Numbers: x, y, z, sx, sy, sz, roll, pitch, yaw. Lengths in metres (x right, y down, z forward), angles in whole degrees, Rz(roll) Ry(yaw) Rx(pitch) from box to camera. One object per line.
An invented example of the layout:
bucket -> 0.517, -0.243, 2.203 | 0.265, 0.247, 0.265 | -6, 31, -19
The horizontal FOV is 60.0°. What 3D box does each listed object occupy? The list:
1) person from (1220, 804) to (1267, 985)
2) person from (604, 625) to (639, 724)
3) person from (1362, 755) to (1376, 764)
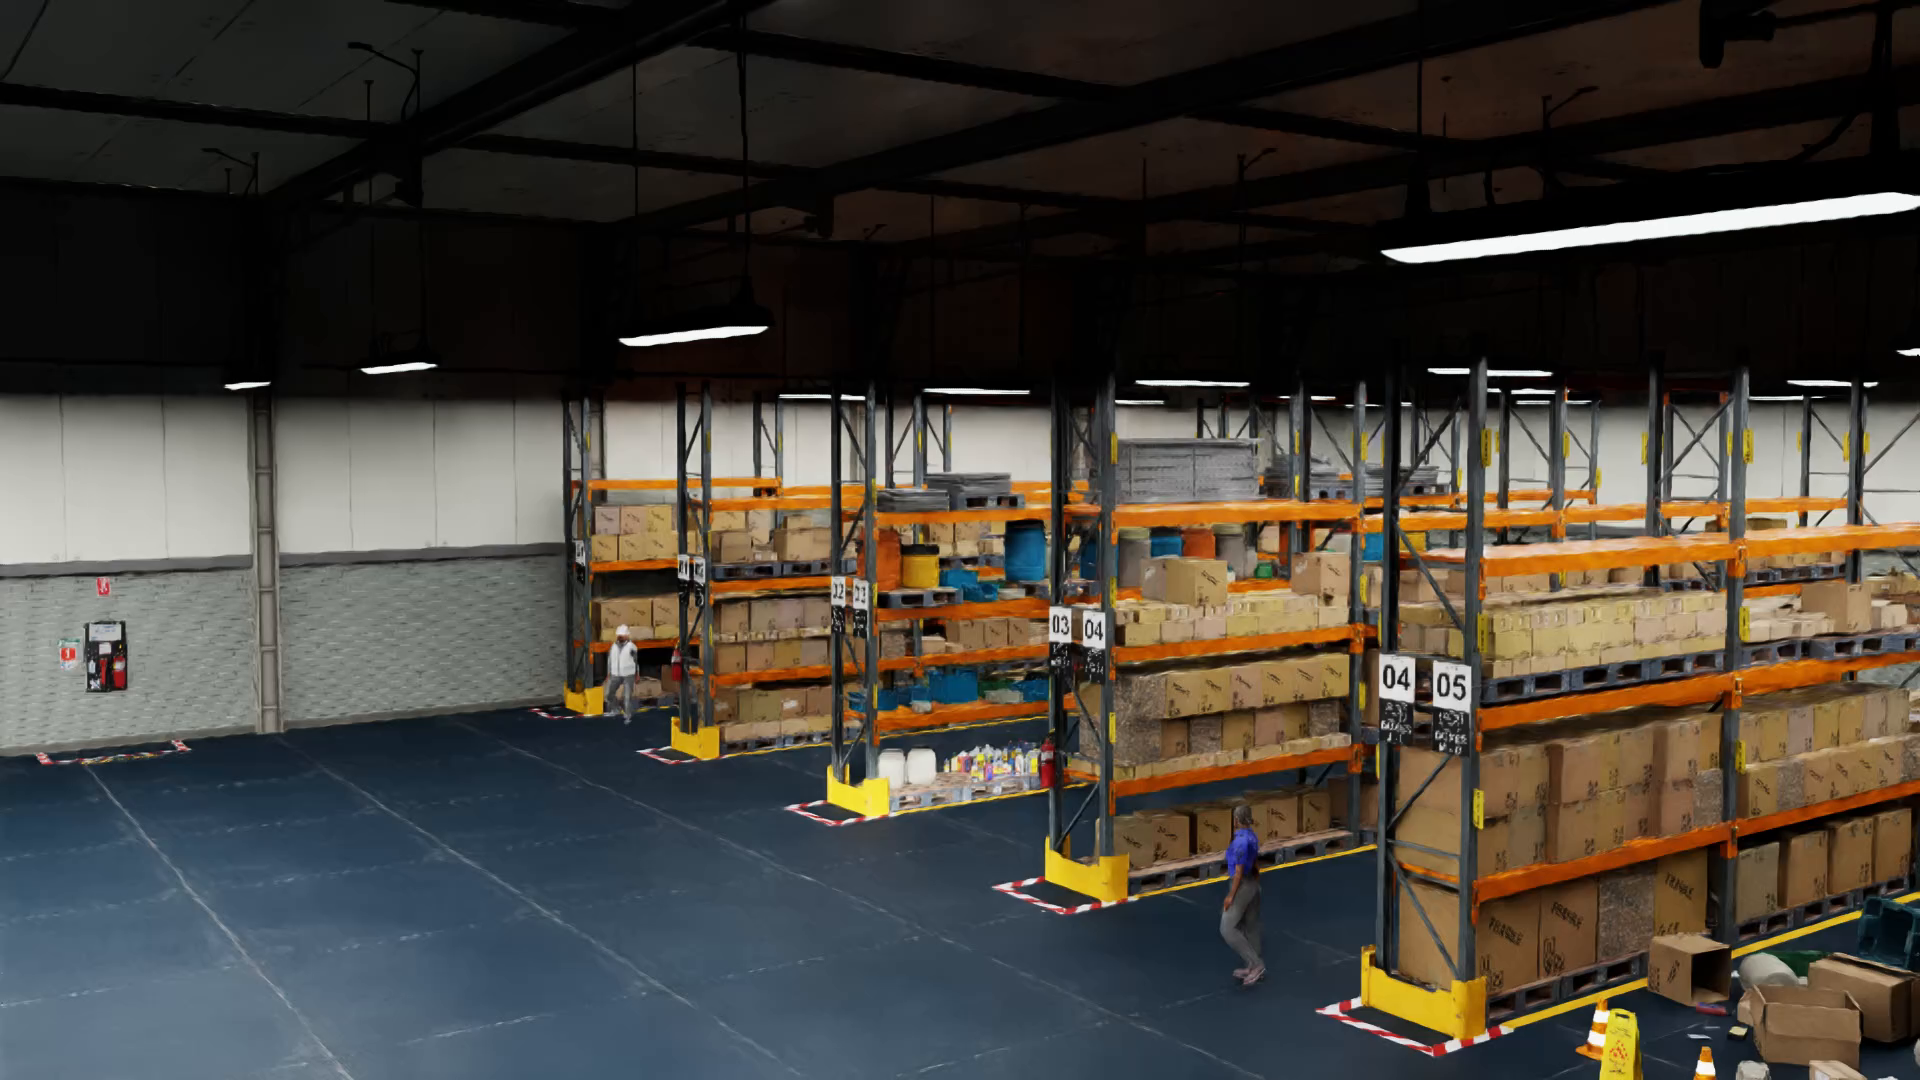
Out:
person -> 2.703, 3.326, 15.631 | 0.438, 1.650, 0.629 | 2, 4, 26
person -> -6.074, 2.380, 29.668 | 0.723, 1.764, 0.519 | 1, 4, 14
person -> 6.365, 2.582, 26.073 | 0.614, 1.784, 0.498 | 0, 4, -6
